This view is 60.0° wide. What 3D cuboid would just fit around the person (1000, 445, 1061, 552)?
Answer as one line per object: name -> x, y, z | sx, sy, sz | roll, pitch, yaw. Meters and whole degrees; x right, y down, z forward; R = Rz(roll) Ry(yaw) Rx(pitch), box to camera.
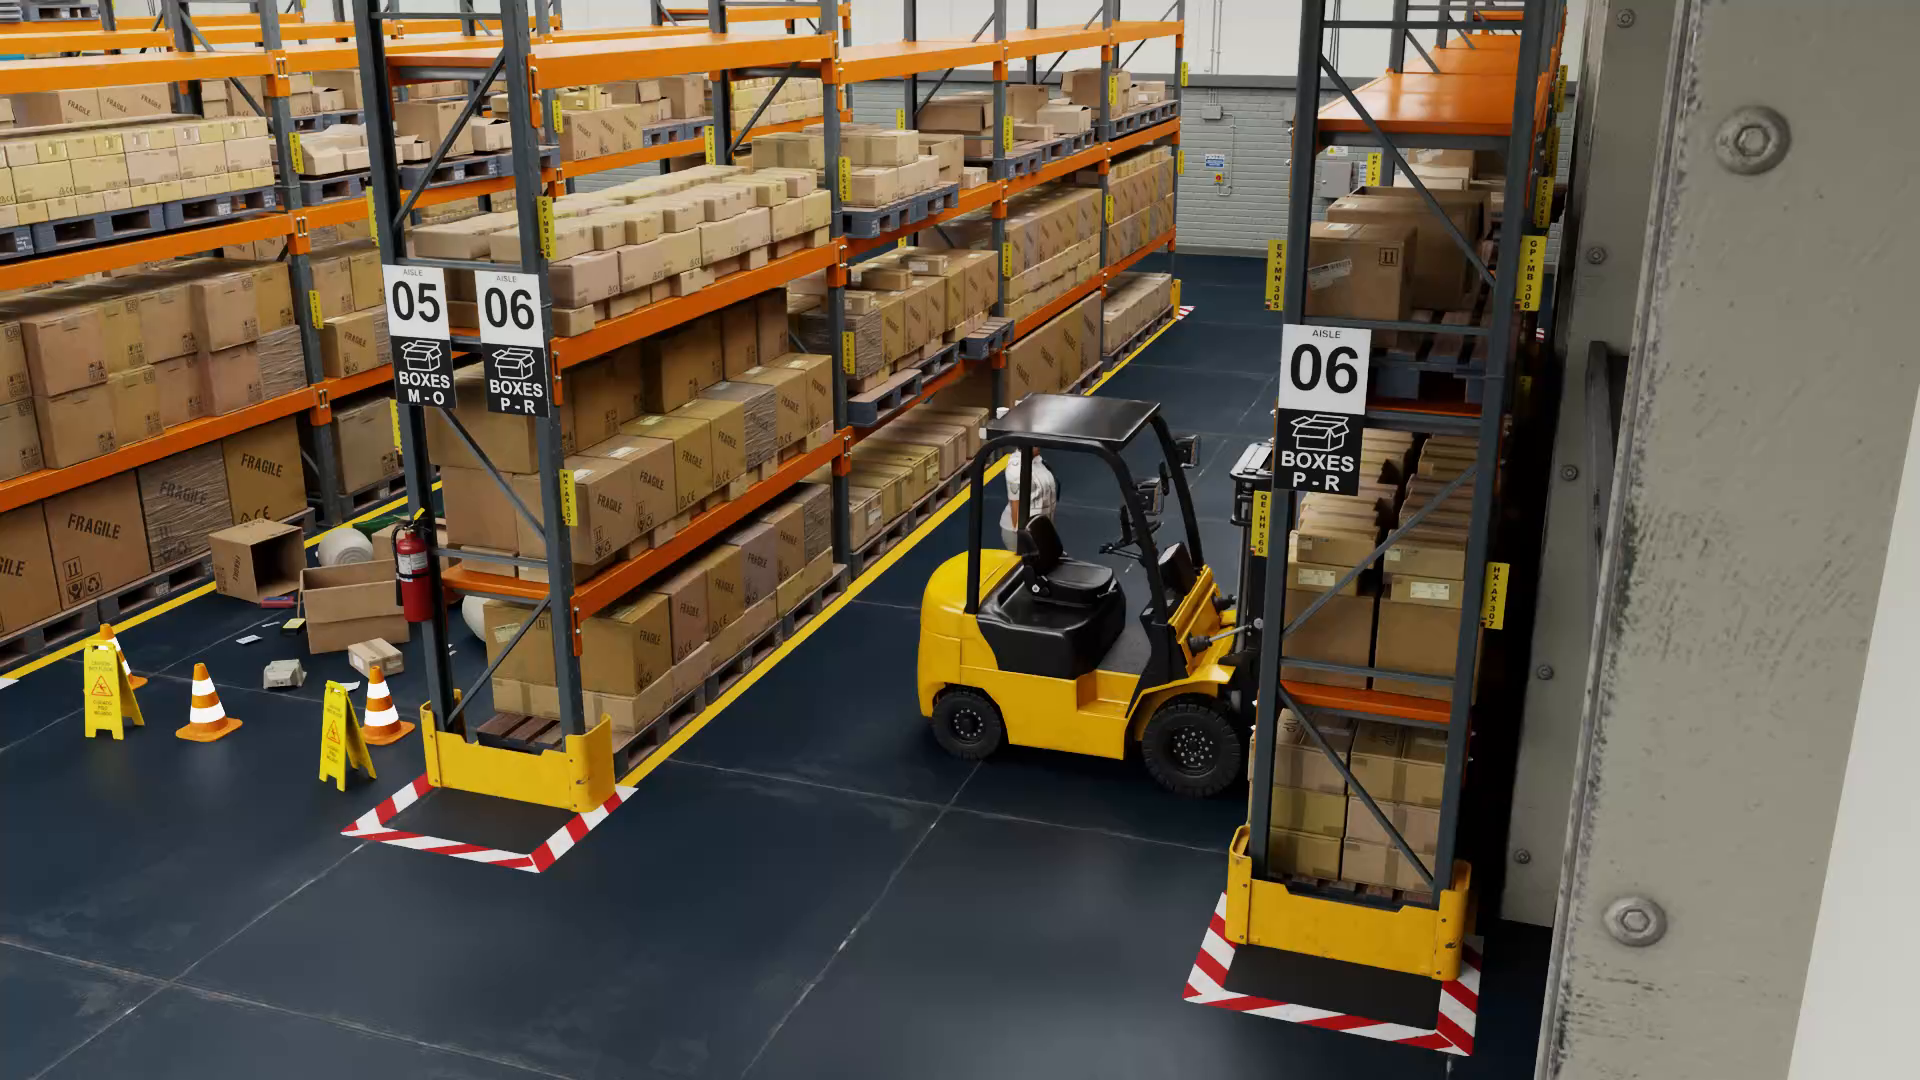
person -> 0.512, -0.070, 12.280 | 0.391, 1.661, 0.466 | 7, 20, 20
